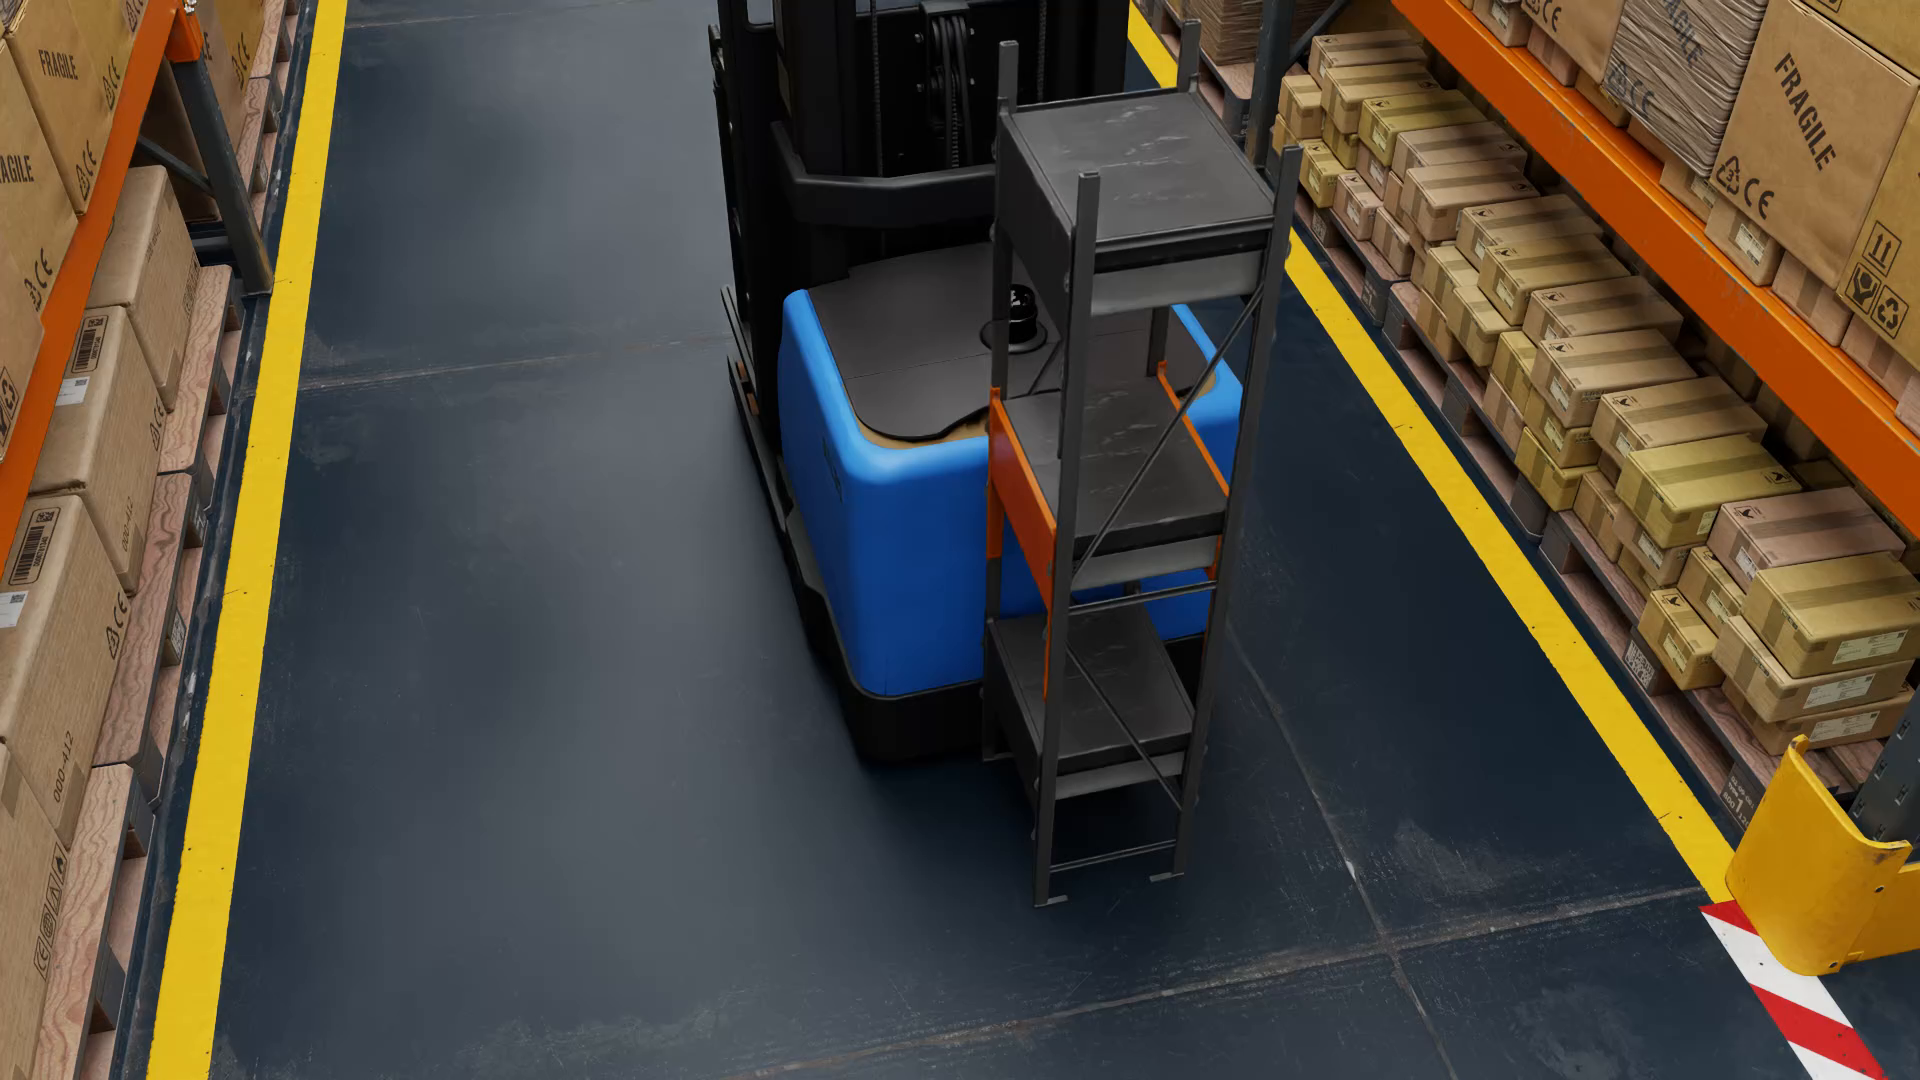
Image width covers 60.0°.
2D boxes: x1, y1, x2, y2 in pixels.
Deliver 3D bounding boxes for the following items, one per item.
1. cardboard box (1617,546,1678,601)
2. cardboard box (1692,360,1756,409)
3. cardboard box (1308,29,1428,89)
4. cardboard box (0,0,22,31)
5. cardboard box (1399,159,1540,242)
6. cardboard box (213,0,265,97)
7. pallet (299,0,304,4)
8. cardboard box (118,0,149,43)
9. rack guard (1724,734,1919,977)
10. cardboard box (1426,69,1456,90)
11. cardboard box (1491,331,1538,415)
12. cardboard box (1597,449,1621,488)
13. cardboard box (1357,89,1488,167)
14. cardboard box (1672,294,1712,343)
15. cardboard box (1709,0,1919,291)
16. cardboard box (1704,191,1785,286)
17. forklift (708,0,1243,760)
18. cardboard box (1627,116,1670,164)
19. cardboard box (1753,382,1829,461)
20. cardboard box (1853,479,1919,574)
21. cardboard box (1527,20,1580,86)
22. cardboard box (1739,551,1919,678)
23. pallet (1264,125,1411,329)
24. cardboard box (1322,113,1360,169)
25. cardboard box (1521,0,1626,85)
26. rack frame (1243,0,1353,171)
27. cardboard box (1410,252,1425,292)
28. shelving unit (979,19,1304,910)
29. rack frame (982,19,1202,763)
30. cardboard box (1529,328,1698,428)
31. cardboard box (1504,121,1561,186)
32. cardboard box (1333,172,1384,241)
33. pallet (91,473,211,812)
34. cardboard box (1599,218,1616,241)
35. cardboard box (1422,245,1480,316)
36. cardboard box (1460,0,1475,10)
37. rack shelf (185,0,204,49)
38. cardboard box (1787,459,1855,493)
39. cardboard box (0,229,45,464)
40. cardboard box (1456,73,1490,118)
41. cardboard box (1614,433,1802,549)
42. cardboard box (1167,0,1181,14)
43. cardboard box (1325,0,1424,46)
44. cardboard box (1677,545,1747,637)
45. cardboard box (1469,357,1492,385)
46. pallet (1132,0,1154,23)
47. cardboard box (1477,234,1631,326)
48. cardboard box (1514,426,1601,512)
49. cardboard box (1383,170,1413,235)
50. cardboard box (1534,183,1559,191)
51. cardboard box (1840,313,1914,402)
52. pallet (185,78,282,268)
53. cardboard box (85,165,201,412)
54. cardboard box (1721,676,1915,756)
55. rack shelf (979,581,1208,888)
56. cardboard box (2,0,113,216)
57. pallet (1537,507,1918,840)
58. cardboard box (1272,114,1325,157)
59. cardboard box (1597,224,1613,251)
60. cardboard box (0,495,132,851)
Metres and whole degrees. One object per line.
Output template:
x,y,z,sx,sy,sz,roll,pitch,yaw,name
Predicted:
2.127,0.066,4.747,0.380,0.149,0.250,-9,42,-9,cardboard box
2.467,-0.446,5.100,0.380,0.149,0.250,-10,43,-11,cardboard box
1.581,-1.849,6.456,0.380,0.149,0.250,-7,42,-8,cardboard box
-2.511,-1.500,3.852,0.500,0.500,0.500,-8,42,-9,cardboard box
1.739,-1.163,5.683,0.380,0.149,0.250,-7,42,-8,cardboard box
-3.518,-2.351,6.923,0.875,0.875,0.875,-7,42,-8,cardboard box
-3.870,-3.042,8.518,1.003,0.211,1.213,-8,42,-9,pallet
-2.753,-1.787,4.928,0.500,0.500,0.500,-8,42,-9,cardboard box
2.555,0.690,4.096,1.175,0.500,0.348,-8,42,-9,rack guard
2.087,-1.832,6.661,0.380,0.149,0.250,-8,42,-8,cardboard box
1.904,-0.538,5.204,0.380,0.149,0.250,-6,42,-7,cardboard box
2.108,-0.225,4.851,0.380,0.149,0.250,-9,42,-10,cardboard box
1.685,-1.505,6.069,0.380,0.149,0.250,-9,42,-10,cardboard box
2.487,-0.748,5.216,0.380,0.149,0.250,-8,42,-9,cardboard box
2.117,-0.933,3.743,0.500,0.500,0.500,-9,42,-10,cardboard box
2.062,-0.762,4.038,0.380,0.149,0.250,-7,42,-8,cardboard box
-0.170,-1.494,4.725,1.130,2.935,3.031,-11,43,-12,forklift
2.033,-1.120,4.442,0.380,0.149,0.250,-10,43,-11,cardboard box
2.550,-0.389,4.812,0.380,0.149,0.250,-10,43,-11,cardboard box
2.614,-0.059,4.440,0.380,0.149,0.250,-8,42,-9,cardboard box
1.885,-1.450,4.814,0.380,0.149,0.250,-7,42,-8,cardboard box
2.210,0.184,4.166,0.380,0.149,0.250,-8,42,-9,cardboard box
1.888,-1.315,6.573,1.003,0.211,1.213,-8,42,-9,pallet
1.617,-1.559,6.353,0.380,0.149,0.250,-8,42,-9,cardboard box
1.901,-1.585,4.477,0.500,0.500,0.500,-6,42,-7,cardboard box
1.708,-2.789,6.132,1.000,3.000,0.127,-8,42,-9,rack frame
1.831,-0.944,5.886,0.380,0.149,0.250,-10,43,-11,cardboard box
0.324,-0.035,3.698,0.431,2.100,0.503,-10,44,-11,shelving unit
0.262,-0.196,3.870,0.400,2.100,0.015,-10,44,-11,rack frame
1.926,-0.480,4.914,0.380,0.149,0.250,-7,42,-8,cardboard box
2.174,-1.409,5.961,0.380,0.149,0.250,-7,42,-8,cardboard box
1.635,-1.271,6.254,0.380,0.149,0.250,-9,42,-9,cardboard box
-2.749,0.326,4.724,1.003,0.211,1.213,-8,42,-9,pallet
2.393,-1.074,5.583,0.380,0.149,0.250,-10,43,-11,cardboard box
1.789,-0.876,5.585,0.380,0.149,0.250,-9,42,-10,cardboard box
1.731,-1.792,5.199,0.380,0.149,0.250,-8,42,-8,cardboard box
-3.535,-3.041,6.958,1.077,0.370,4.000,-8,42,-9,rack shelf
2.566,-0.106,4.717,0.380,0.149,0.250,-8,42,-9,cardboard box
-2.292,-0.467,3.441,0.500,0.500,0.500,-9,42,-10,cardboard box
2.133,-1.749,6.343,0.380,0.149,0.250,-8,42,-9,cardboard box
2.032,-0.137,4.528,0.380,0.149,0.250,-9,42,-10,cardboard box
1.192,-2.787,7.697,0.500,0.500,0.500,-9,42,-10,cardboard box
1.808,-2.528,7.405,0.500,0.500,0.500,-7,42,-8,cardboard box
2.175,0.124,4.458,0.380,0.149,0.250,-9,42,-10,cardboard box
1.924,-0.603,5.501,0.380,0.149,0.250,-7,42,-8,cardboard box
1.272,-3.043,8.519,1.003,0.211,1.213,-8,42,-9,pallet
1.893,-0.832,5.311,0.380,0.149,0.250,-8,42,-9,cardboard box
1.945,-0.248,5.101,0.380,0.149,0.250,-10,43,-11,cardboard box
1.760,-1.230,5.984,0.380,0.149,0.250,-10,43,-11,cardboard box
2.191,-1.311,6.074,0.380,0.149,0.250,-8,42,-9,cardboard box
2.208,-0.439,3.674,0.380,0.149,0.250,-8,42,-9,cardboard box
-3.343,-1.460,6.736,1.003,0.211,1.213,-8,42,-9,pallet
-3.072,-0.790,5.494,0.875,0.438,0.875,-9,42,-10,cardboard box
2.255,0.402,4.369,0.380,0.149,0.250,-8,42,-9,cardboard box
0.319,0.487,4.185,0.431,0.518,0.480,-10,44,-11,rack shelf
-2.514,-1.131,4.189,0.500,0.500,0.500,-9,42,-10,cardboard box
2.415,0.266,4.791,1.003,0.211,1.213,-8,42,-9,pallet
1.473,-1.597,6.621,0.380,0.149,0.250,-10,43,-11,cardboard box
2.303,-0.972,5.692,0.380,0.149,0.250,-10,43,-11,cardboard box
-2.686,0.375,4.182,0.875,0.438,0.875,-7,42,-8,cardboard box
